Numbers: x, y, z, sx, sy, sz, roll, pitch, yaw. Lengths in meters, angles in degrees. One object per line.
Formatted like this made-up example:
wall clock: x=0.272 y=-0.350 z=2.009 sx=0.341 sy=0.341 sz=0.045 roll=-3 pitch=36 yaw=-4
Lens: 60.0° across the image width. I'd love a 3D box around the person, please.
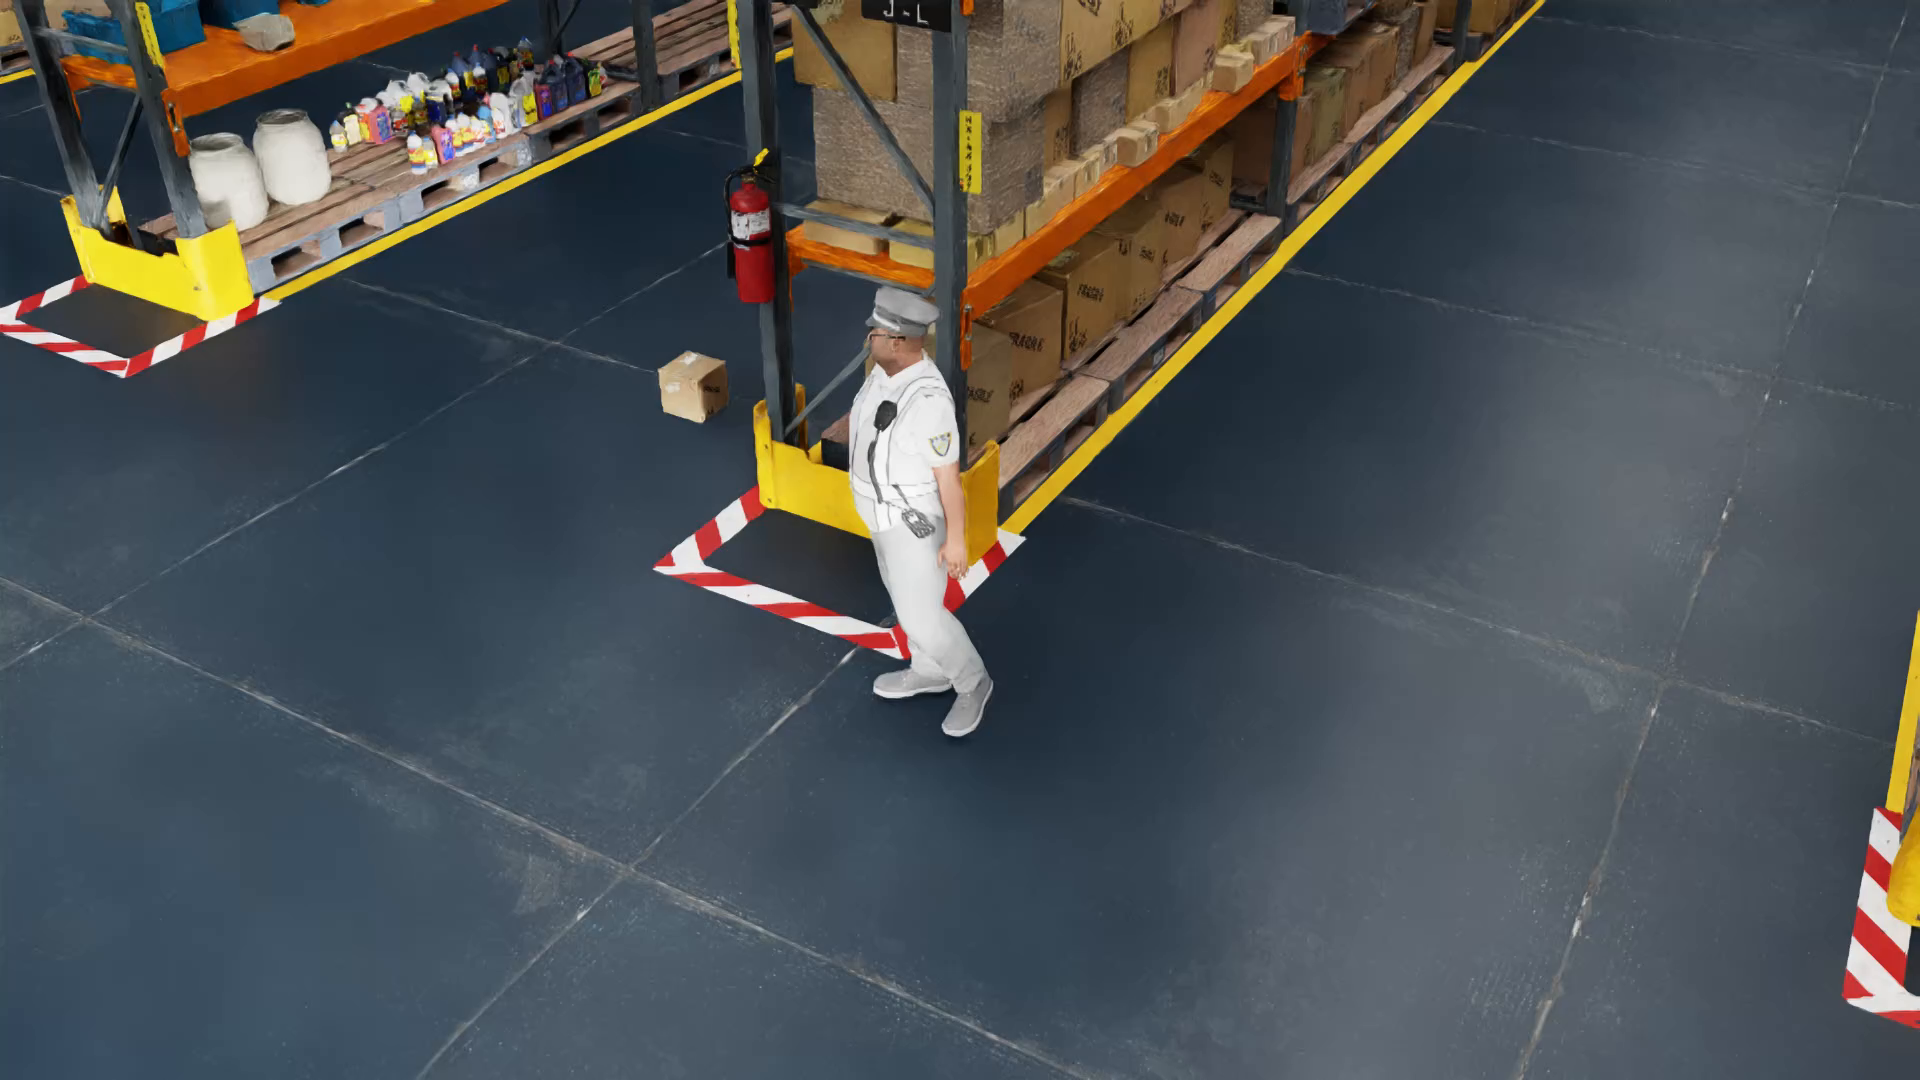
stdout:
person: x=-0.148 y=-0.098 z=6.264 sx=0.496 sy=1.755 sz=0.655 roll=-11 pitch=36 yaw=-16
